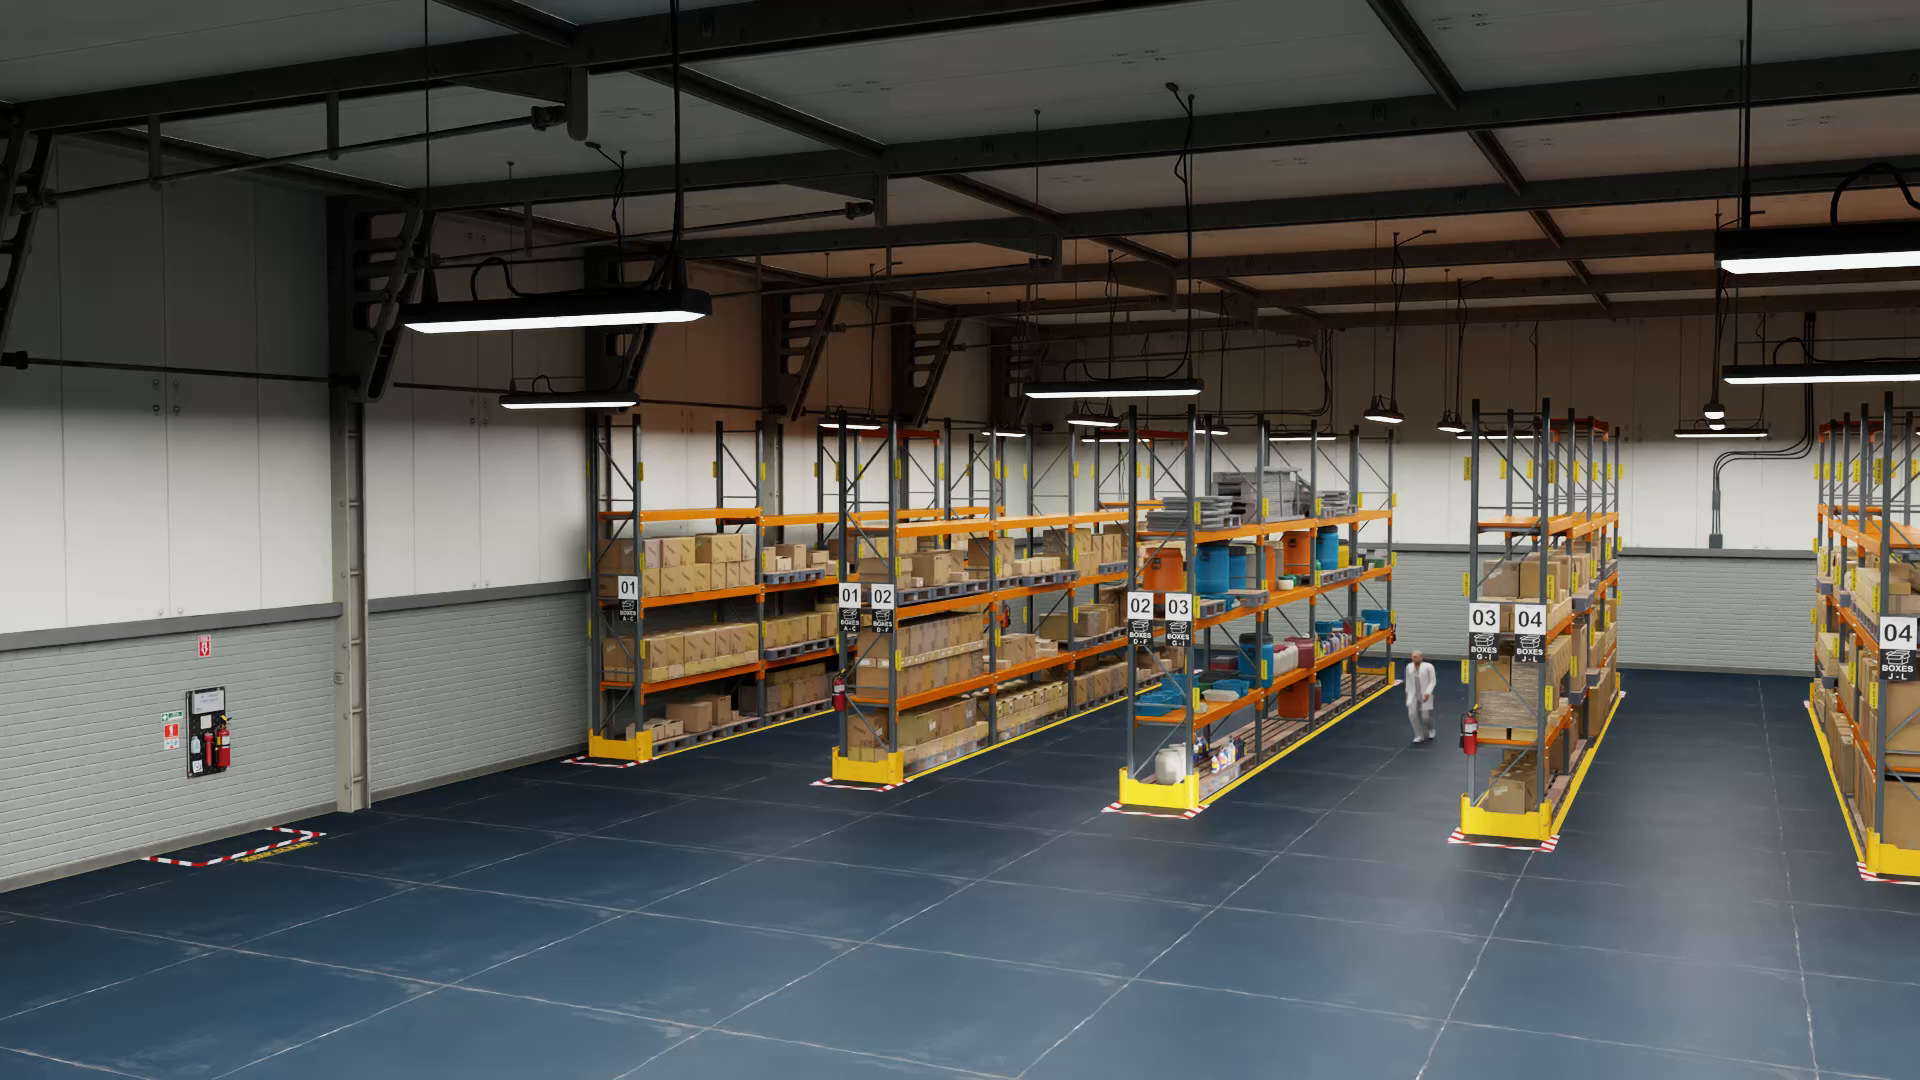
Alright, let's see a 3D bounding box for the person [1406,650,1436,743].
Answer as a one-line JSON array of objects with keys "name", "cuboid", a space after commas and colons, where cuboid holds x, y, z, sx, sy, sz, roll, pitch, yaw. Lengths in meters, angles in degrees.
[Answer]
[{"name": "person", "cuboid": [8.579, 2.888, 30.965, 0.620, 1.695, 0.848, 2, 3, 34]}]
